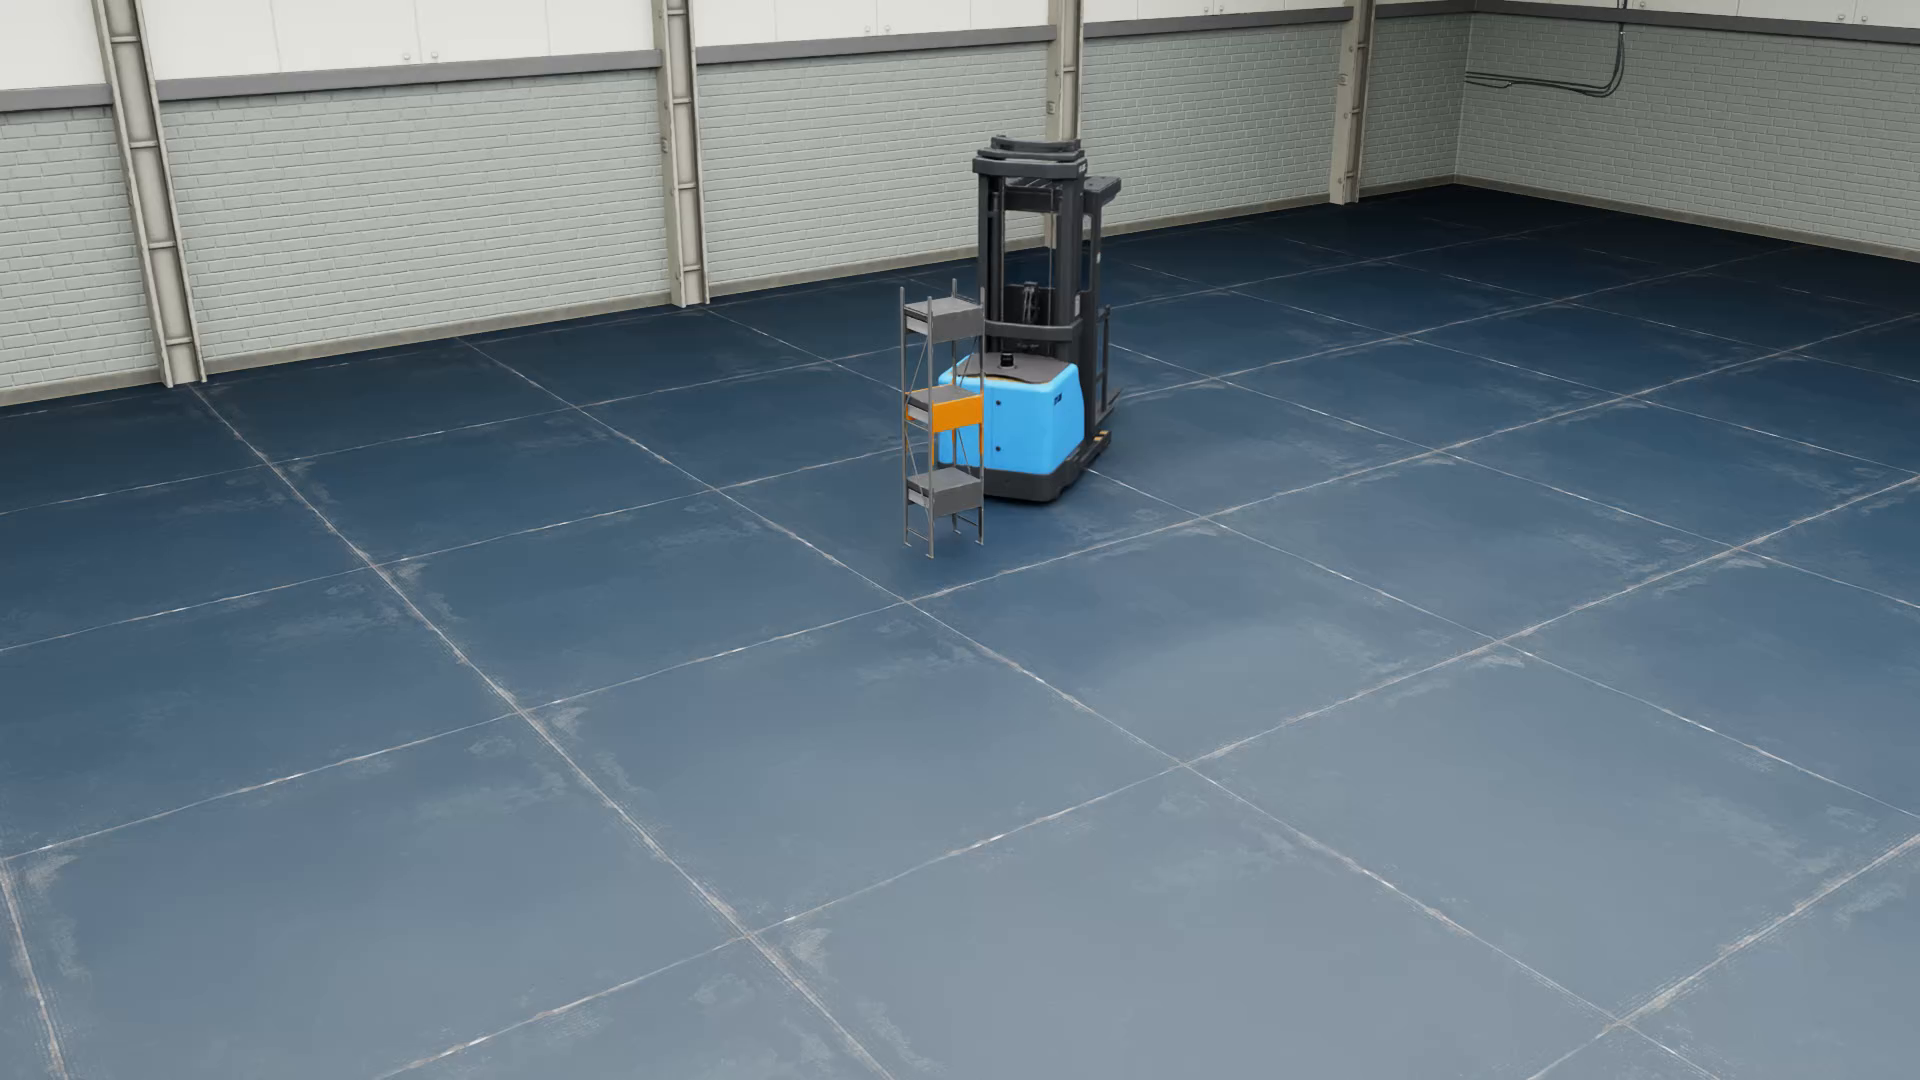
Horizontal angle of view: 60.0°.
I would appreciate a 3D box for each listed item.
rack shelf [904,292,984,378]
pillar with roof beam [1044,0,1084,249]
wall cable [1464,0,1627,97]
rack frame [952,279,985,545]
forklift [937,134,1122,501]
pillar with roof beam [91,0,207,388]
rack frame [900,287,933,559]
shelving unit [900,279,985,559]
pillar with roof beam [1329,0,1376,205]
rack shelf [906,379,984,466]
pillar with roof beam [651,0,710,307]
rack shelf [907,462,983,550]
[{"bbox_3d":[-0.134,-1.577,12.758,0.480,0.518,0.431,-15,26,-33],"label":"rack shelf"},{"bbox_3d":[3.981,-7.175,19.331,0.400,9.000,9.100,-15,26,-33],"label":"pillar with roof beam"},{"bbox_3d":[9.501,-8.567,27.007,0.112,2.526,3.097,-15,26,-33],"label":"wall cable"},{"bbox_3d":[0.064,-0.992,13.144,0.015,2.100,0.400,-15,26,-33],"label":"rack frame"},{"bbox_3d":[0.788,-2.204,15.059,1.130,2.935,3.031,8,23,19],"label":"forklift"},{"bbox_3d":[-5.760,-4.578,12.821,0.400,9.000,9.100,-15,26,-33],"label":"pillar with roof beam"},{"bbox_3d":[-0.332,-0.887,12.880,0.015,2.100,0.400,-15,26,-33],"label":"rack frame"},{"bbox_3d":[-0.134,-0.939,13.012,0.503,2.100,0.431,-15,26,-33],"label":"shelving unit"},{"bbox_3d":[8.852,-8.474,22.585,0.400,9.000,9.100,-15,26,-33],"label":"pillar with roof beam"},{"bbox_3d":[-0.134,-0.927,13.017,0.480,0.518,0.431,-15,26,-33],"label":"rack shelf"},{"bbox_3d":[-0.889,-5.877,16.076,0.400,9.000,9.100,-15,26,-33],"label":"pillar with roof beam"},{"bbox_3d":[-0.134,-0.277,13.276,0.480,0.518,0.431,-15,26,-33],"label":"rack shelf"}]
